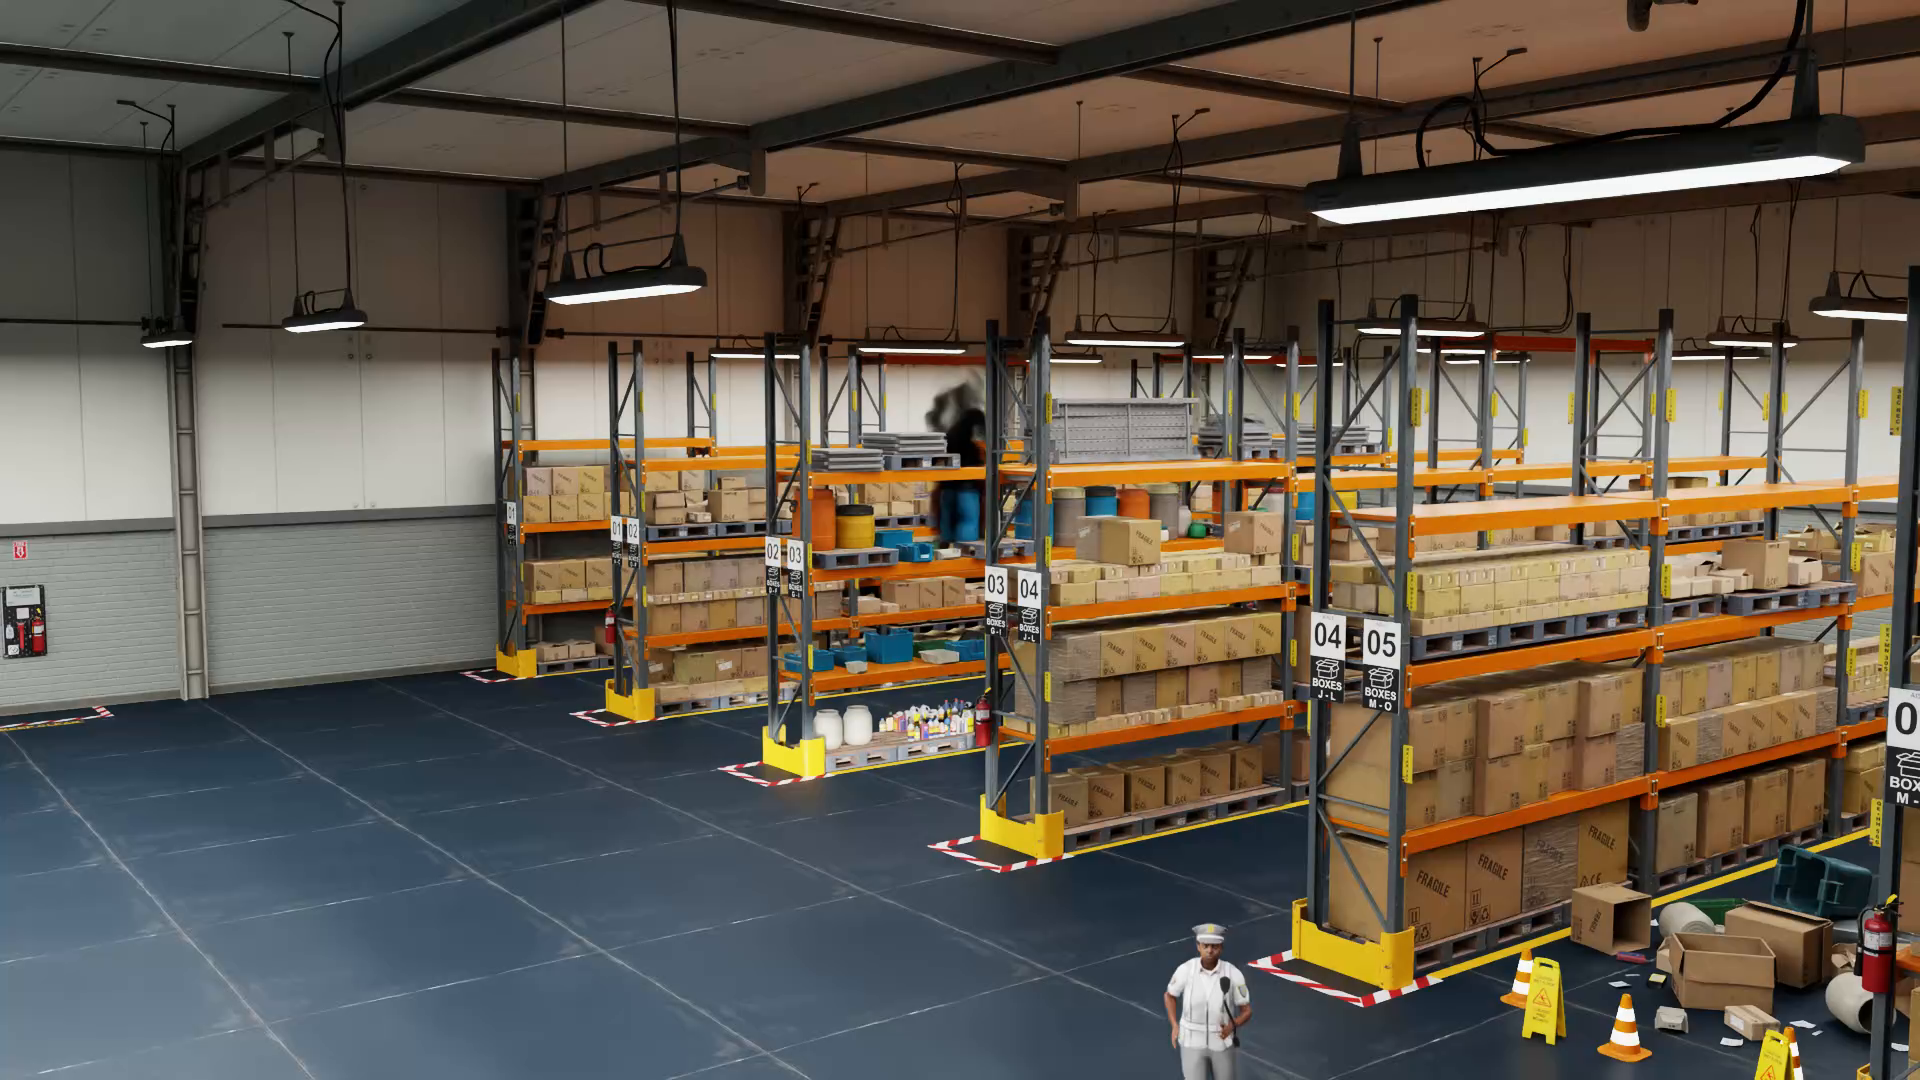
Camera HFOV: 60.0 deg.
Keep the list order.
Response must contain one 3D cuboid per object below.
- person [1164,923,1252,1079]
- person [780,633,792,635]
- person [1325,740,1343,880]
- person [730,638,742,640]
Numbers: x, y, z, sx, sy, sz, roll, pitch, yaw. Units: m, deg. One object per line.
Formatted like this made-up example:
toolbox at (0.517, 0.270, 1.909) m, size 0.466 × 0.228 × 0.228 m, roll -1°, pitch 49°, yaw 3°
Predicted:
person at (1.651, 3.357, 11.106) m, size 0.588 × 1.666 × 0.805 m, roll 1°, pitch 5°, yaw 8°
person at (-3.145, 1.564, 31.136) m, size 0.681 × 1.772 × 0.849 m, roll 5°, pitch 7°, yaw 43°
person at (4.092, 2.737, 17.741) m, size 0.655 × 1.743 × 0.652 m, roll 3°, pitch 6°, yaw 32°
person at (-4.063, 1.714, 30.216) m, size 0.510 × 1.607 × 0.676 m, roll 3°, pitch 6°, yaw 34°
